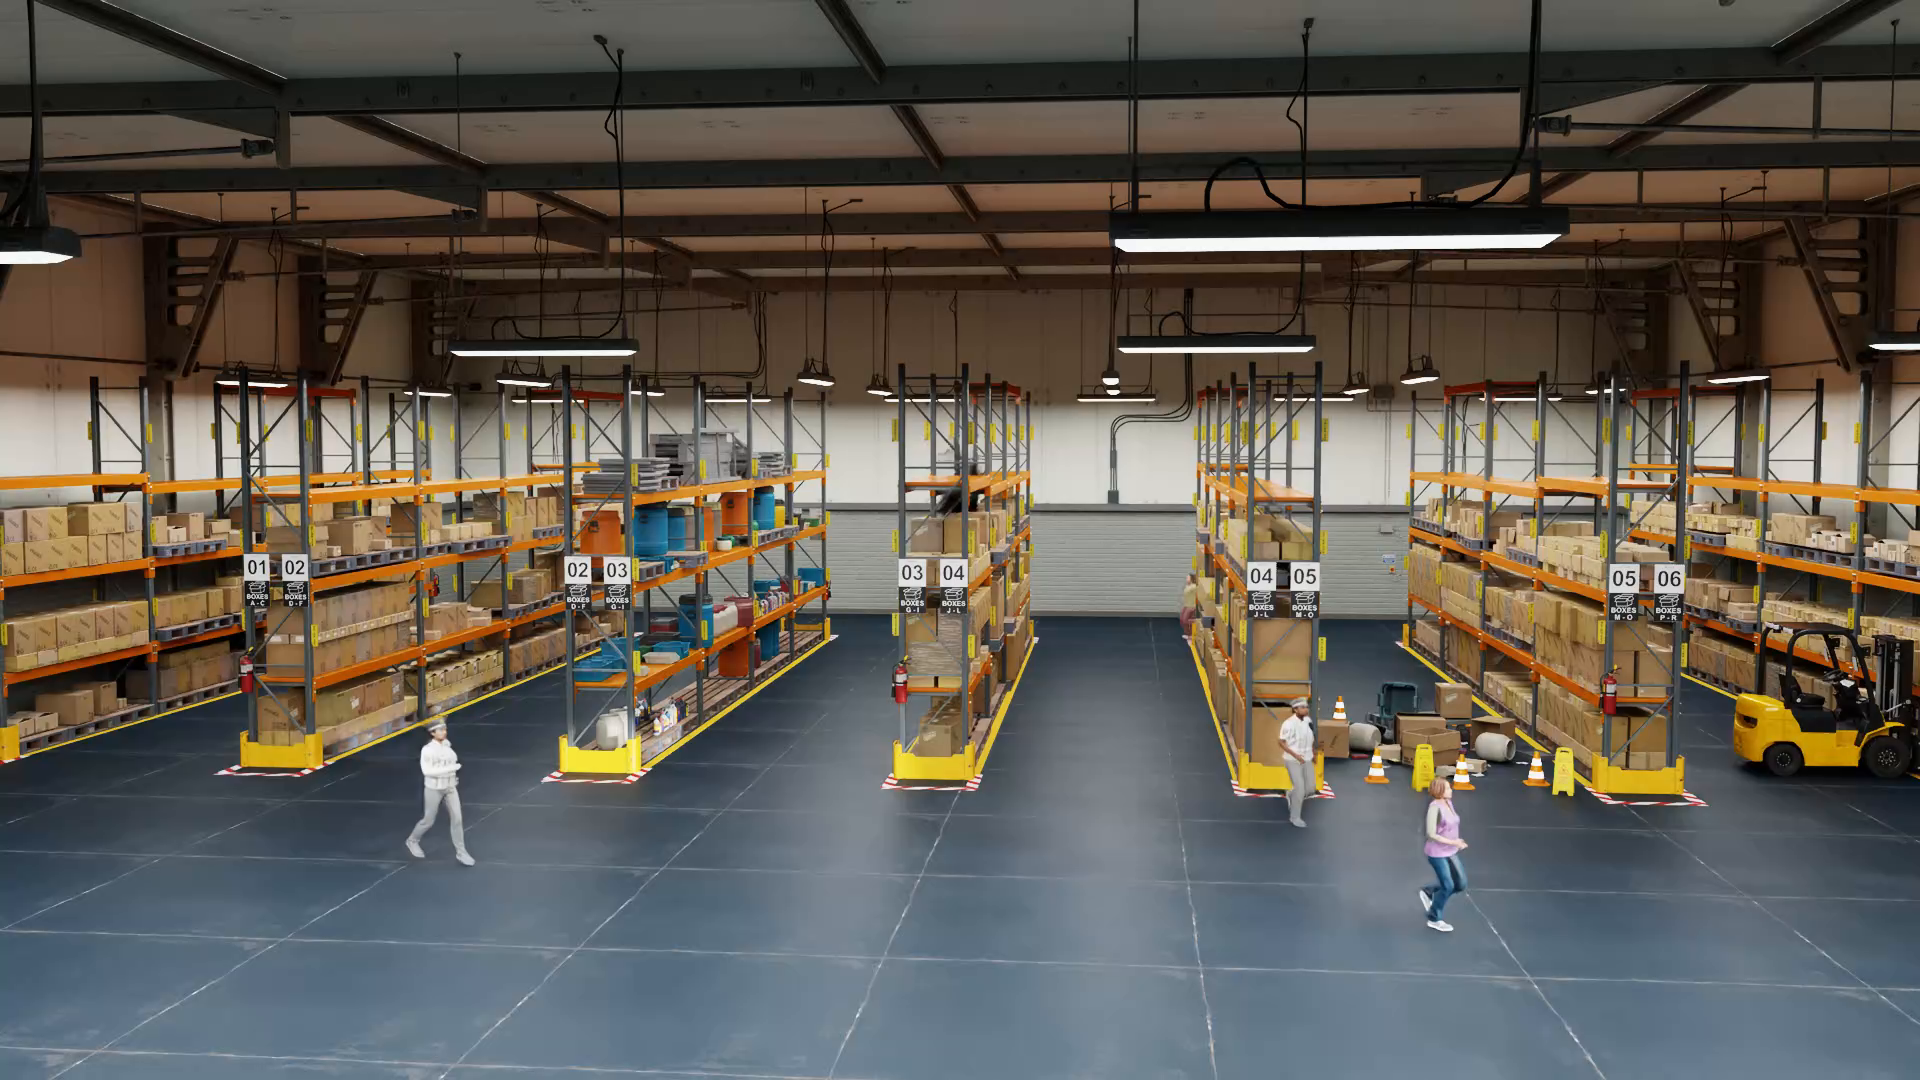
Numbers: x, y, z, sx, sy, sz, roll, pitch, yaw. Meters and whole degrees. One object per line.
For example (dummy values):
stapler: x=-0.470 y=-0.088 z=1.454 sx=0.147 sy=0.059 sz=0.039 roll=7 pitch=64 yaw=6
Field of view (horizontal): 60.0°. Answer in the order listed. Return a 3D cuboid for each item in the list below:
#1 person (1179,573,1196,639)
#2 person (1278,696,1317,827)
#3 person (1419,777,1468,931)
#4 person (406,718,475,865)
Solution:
person: x=5.608 y=1.605 z=40.356 sx=0.559 sy=1.598 sz=0.623 roll=-1 pitch=4 yaw=-22
person: x=4.346 y=2.821 z=21.345 sx=0.610 sy=1.668 sz=0.570 roll=-2 pitch=4 yaw=-28
person: x=4.849 y=3.154 z=16.703 sx=0.563 sy=1.554 sz=0.555 roll=3 pitch=5 yaw=43
person: x=-6.030 y=2.895 z=19.286 sx=0.924 sy=1.696 sz=0.604 roll=2 pitch=4 yaw=27
